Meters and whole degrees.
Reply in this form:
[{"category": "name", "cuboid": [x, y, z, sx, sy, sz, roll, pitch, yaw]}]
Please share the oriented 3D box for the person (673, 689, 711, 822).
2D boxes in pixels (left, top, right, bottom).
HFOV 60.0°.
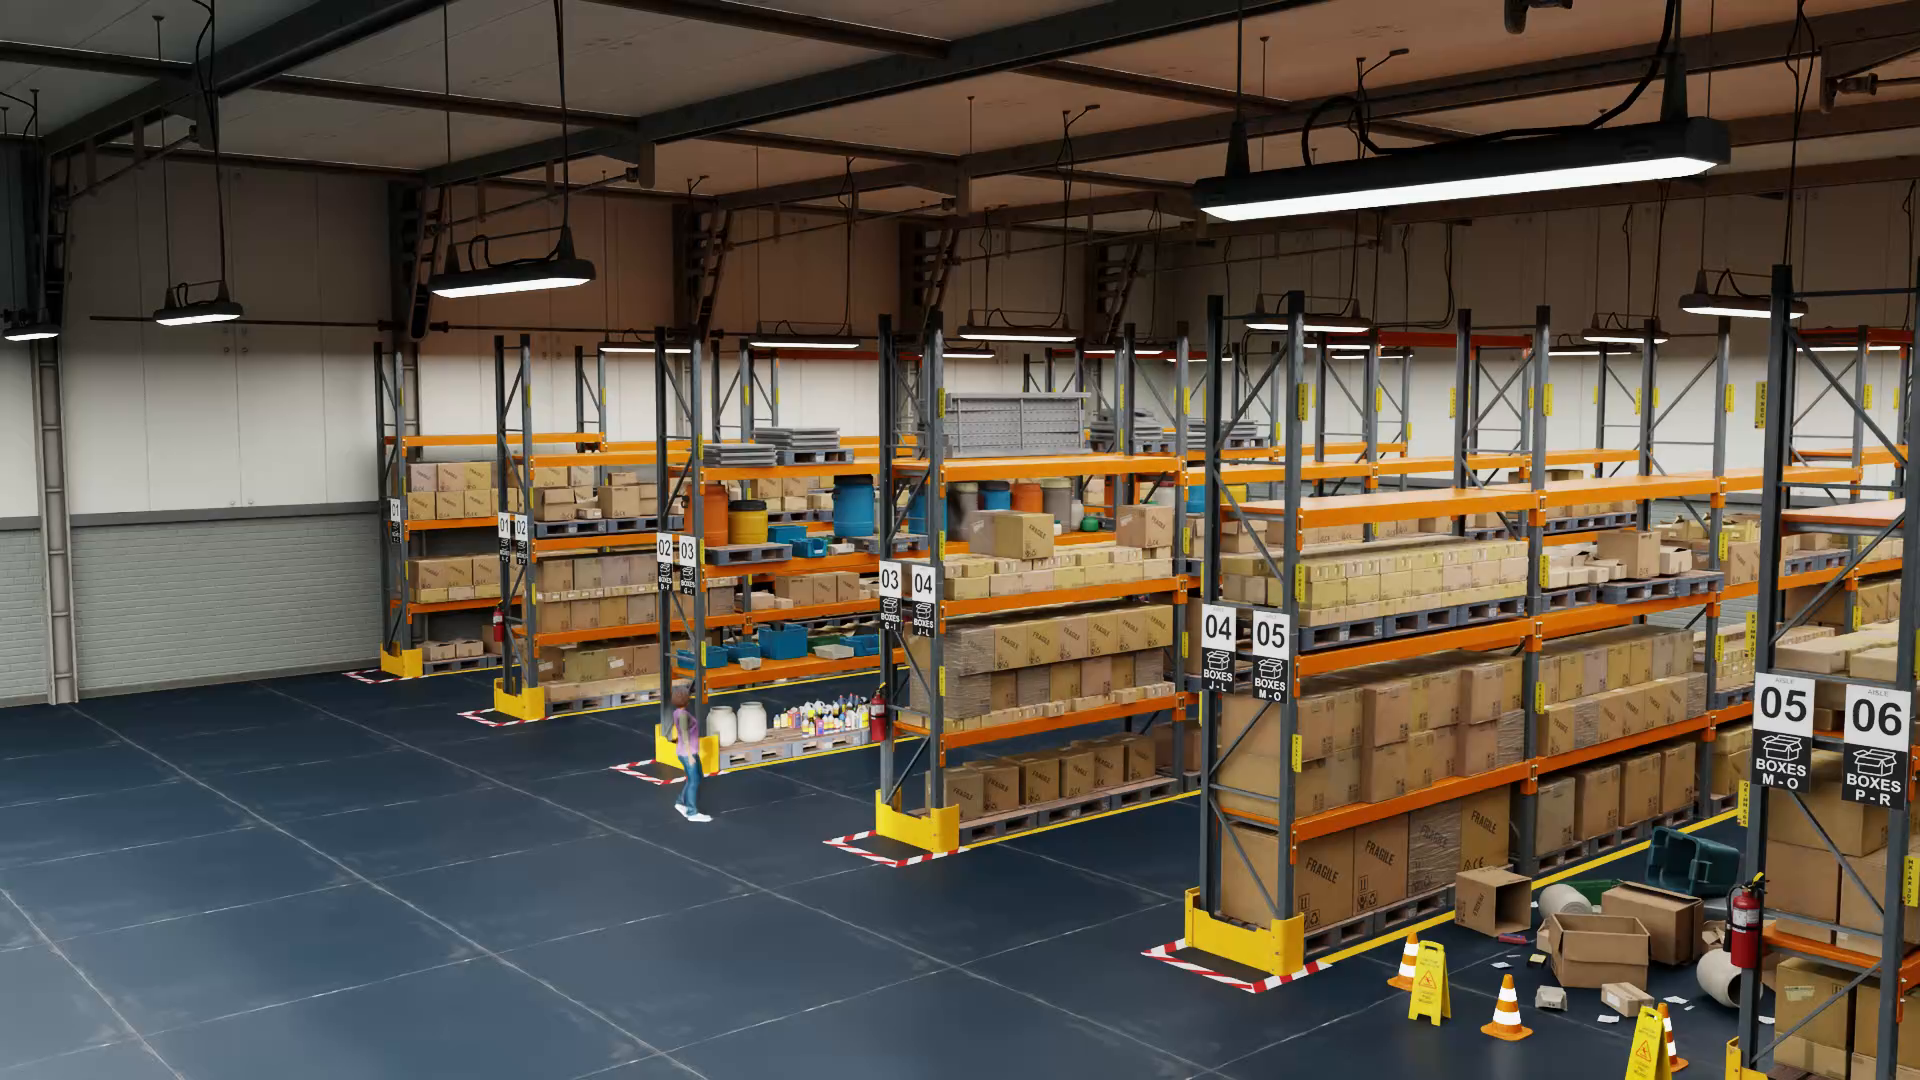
[{"category": "person", "cuboid": [-3.219, 2.571, 19.932, 0.467, 1.593, 0.435, 0, 5, -1]}]
